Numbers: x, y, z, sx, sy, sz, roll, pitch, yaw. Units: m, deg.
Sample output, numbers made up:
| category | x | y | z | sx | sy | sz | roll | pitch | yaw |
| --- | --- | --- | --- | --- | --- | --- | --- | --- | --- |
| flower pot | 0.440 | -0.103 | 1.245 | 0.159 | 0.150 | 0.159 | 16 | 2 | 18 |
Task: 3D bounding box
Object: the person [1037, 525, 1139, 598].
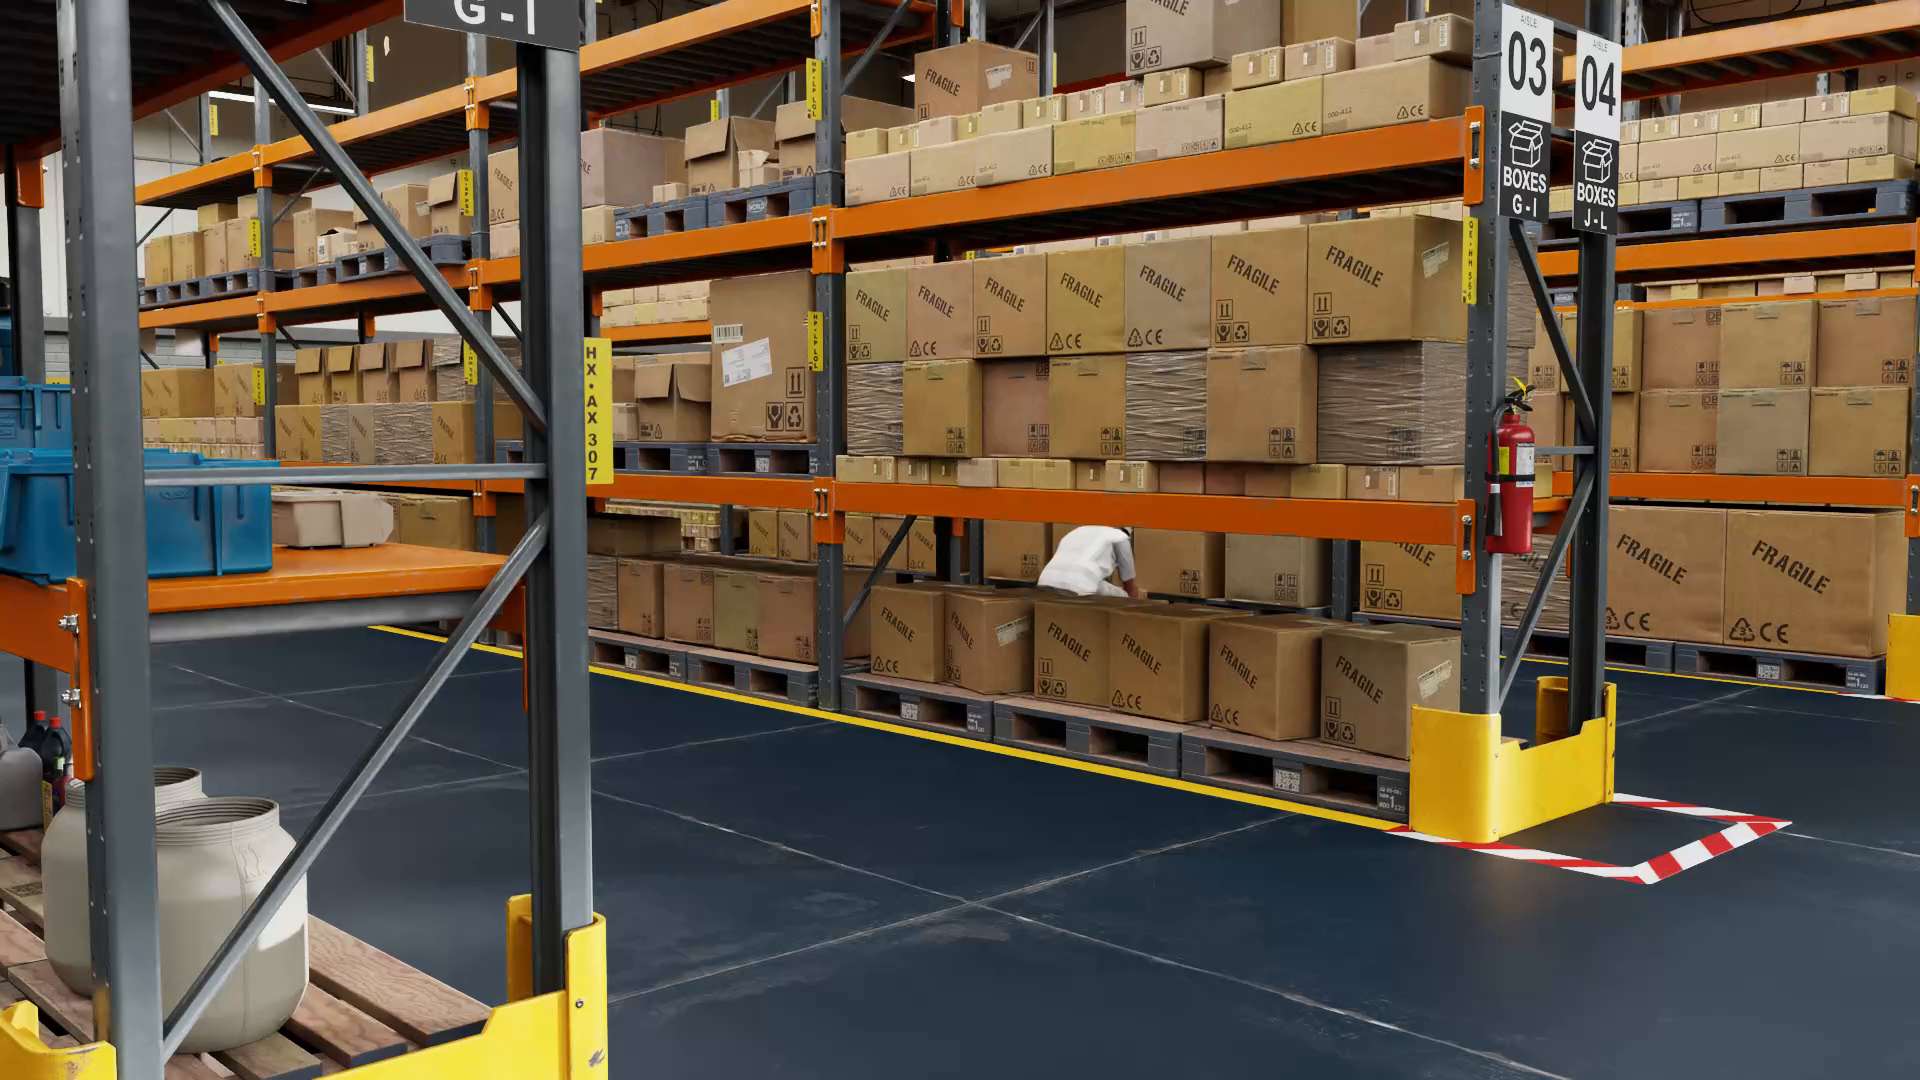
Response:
| category | x | y | z | sx | sy | sz | roll | pitch | yaw |
| --- | --- | --- | --- | --- | --- | --- | --- | --- | --- |
| person | 0.910 | 0.319 | 11.633 | 0.552 | 1.013 | 0.891 | 4 | 5 | 45 |
